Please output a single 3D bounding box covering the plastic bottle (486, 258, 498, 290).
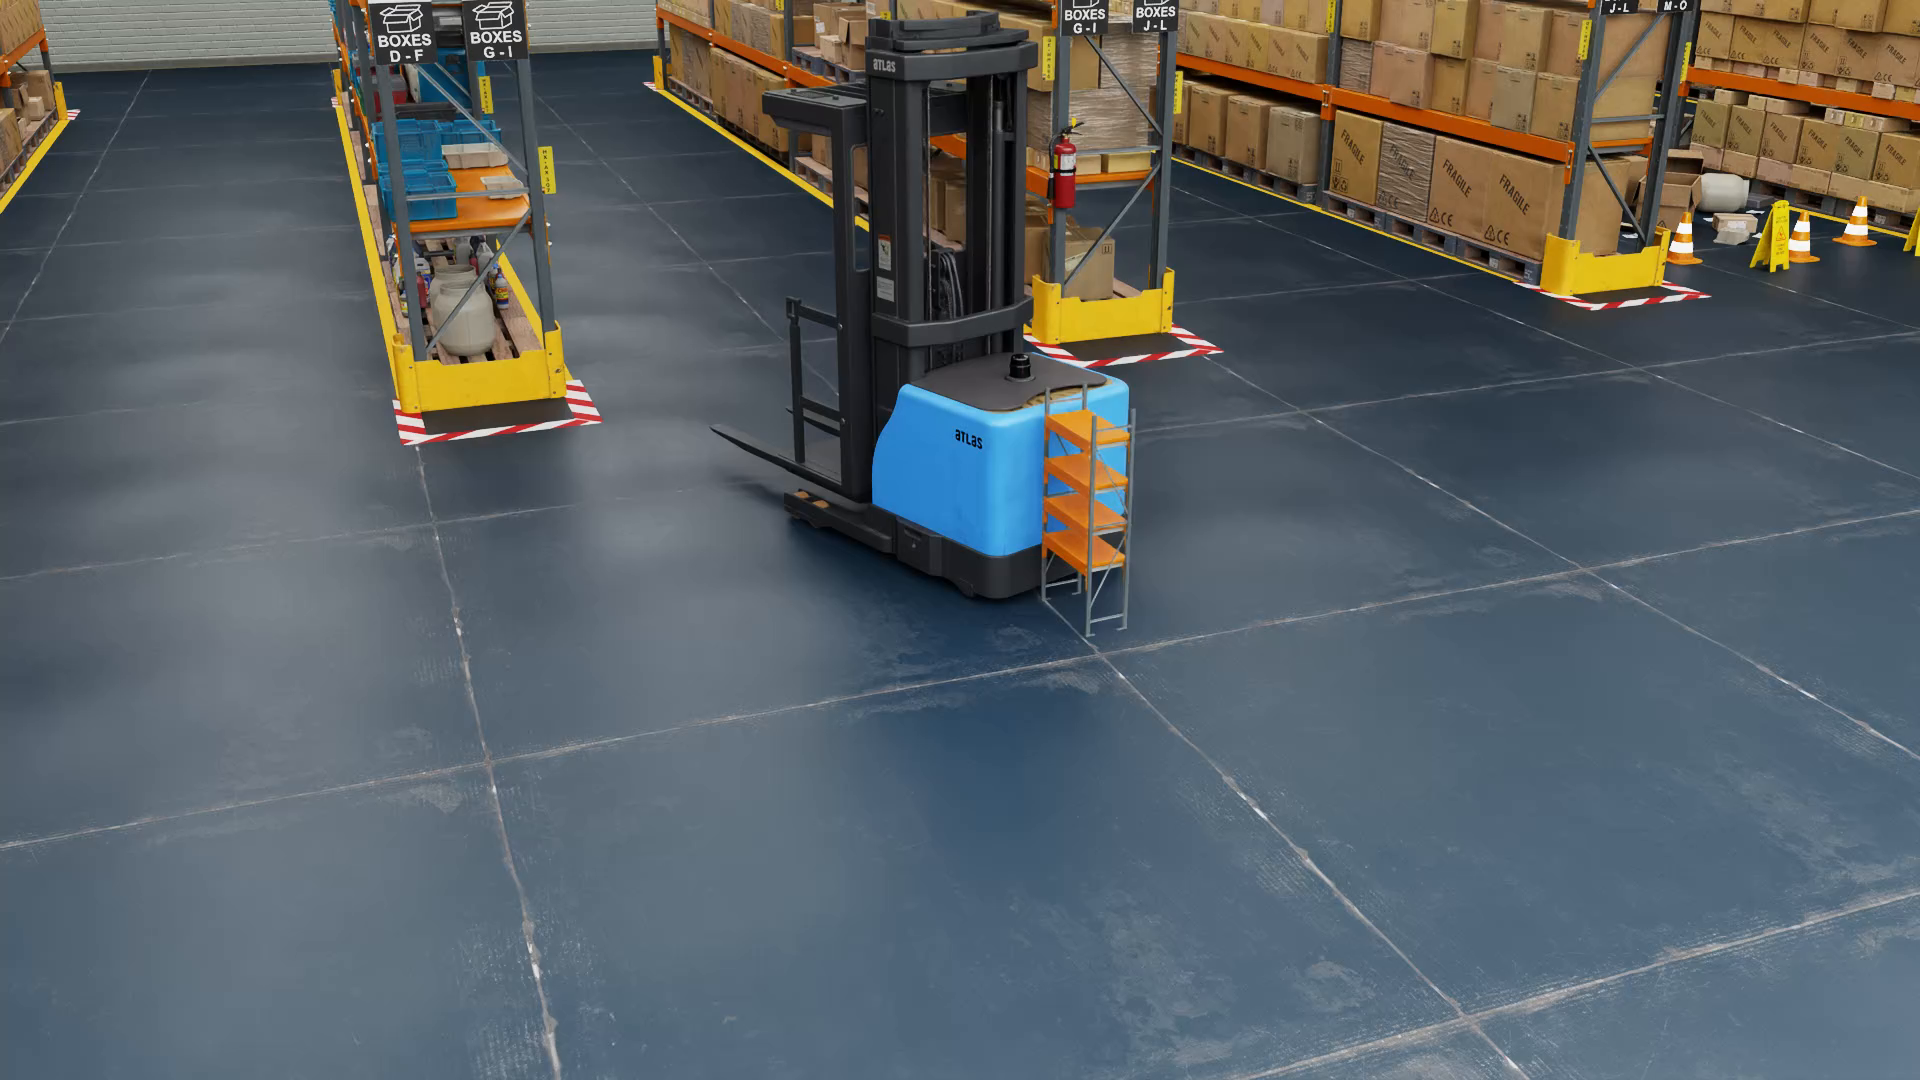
[{"bbox_3d":[-4.003,-2.282,14.250,0.097,0.271,0.097,0,23,0],"label":"plastic bottle"}]

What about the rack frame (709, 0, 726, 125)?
[{"bbox_3d":[-3.031,-7.441,23.542,1.000,3.000,0.127,-8,24,-19],"label":"rack frame"}]

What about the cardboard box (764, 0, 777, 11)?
[{"bbox_3d":[-2.089,-7.001,21.077,0.797,0.503,0.637,-8,24,-18],"label":"cardboard box"}]

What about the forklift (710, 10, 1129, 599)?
[{"bbox_3d":[-0.407,-1.533,9.614,1.130,2.935,3.031,-19,29,-37],"label":"forklift"}]

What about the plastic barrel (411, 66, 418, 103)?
[{"bbox_3d":[-5.231,-4.561,16.535,0.433,0.535,0.433,0,23,0],"label":"plastic barrel"}]

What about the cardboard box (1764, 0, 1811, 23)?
[{"bbox_3d":[9.331,-5.973,18.260,0.700,0.500,0.500,-9,24,-20],"label":"cardboard box"}]

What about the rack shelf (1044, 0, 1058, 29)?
[{"bbox_3d":[0.502,-4.858,14.478,1.077,0.370,4.000,-8,24,-19],"label":"rack shelf"}]

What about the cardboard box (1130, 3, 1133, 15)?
[{"bbox_3d":[2.457,-6.963,21.808,0.380,0.149,0.250,-8,24,-18],"label":"cardboard box"}]

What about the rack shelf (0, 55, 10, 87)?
[{"bbox_3d":[-11.594,-5.025,18.736,1.077,0.370,4.000,-8,24,-19],"label":"rack shelf"}]

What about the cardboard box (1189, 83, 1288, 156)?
[{"bbox_3d":[3.501,-5.237,20.669,1.050,0.750,0.750,-8,24,-18],"label":"cardboard box"}]

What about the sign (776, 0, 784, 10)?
[{"bbox_3d":[-2.136,-6.443,19.685,0.100,0.325,0.005,-8,24,-19],"label":"sign"}]

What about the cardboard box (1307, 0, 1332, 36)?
[{"bbox_3d":[4.290,-5.864,18.385,0.700,0.500,0.500,-9,24,-20],"label":"cardboard box"}]

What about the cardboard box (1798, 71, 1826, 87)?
[{"bbox_3d":[9.436,-5.066,18.230,0.380,0.149,0.250,-8,24,-19],"label":"cardboard box"}]

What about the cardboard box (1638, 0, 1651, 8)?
[{"bbox_3d":[8.512,-6.587,20.463,0.500,0.500,0.500,-8,24,-19],"label":"cardboard box"}]

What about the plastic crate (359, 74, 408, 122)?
[{"bbox_3d":[-5.296,-4.018,15.338,0.402,0.464,0.583,-8,24,-19],"label":"plastic crate"}]

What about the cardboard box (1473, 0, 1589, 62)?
[{"bbox_3d":[5.438,-4.840,15.789,0.875,0.550,0.550,-8,24,-19],"label":"cardboard box"}]

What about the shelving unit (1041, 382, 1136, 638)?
[{"bbox_3d":[0.651,-0.158,8.581,0.258,1.200,0.503,-10,25,-23],"label":"shelving unit"}]

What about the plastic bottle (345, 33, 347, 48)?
[{"bbox_3d":[-7.713,-6.302,21.007,0.097,0.271,0.097,0,23,0],"label":"plastic bottle"}]

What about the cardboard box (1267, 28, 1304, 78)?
[{"bbox_3d":[3.858,-5.560,18.951,0.500,0.500,0.500,-9,24,-20],"label":"cardboard box"}]

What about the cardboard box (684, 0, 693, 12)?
[{"bbox_3d":[-3.798,-8.006,24.693,0.500,0.250,0.500,-8,24,-18],"label":"cardboard box"}]

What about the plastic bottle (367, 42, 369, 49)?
[{"bbox_3d":[-7.230,-5.964,20.203,0.097,0.271,0.097,0,23,0],"label":"plastic bottle"}]

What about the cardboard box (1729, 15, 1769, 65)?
[{"bbox_3d":[9.160,-5.699,18.898,0.500,0.500,0.500,-8,24,-19],"label":"cardboard box"}]

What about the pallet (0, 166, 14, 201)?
[{"bbox_3d":[-11.543,-4.063,19.119,1.003,0.211,1.213,-8,24,-19],"label":"pallet"}]

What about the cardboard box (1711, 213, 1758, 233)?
[{"bbox_3d":[8.127,-3.325,17.448,0.380,0.149,0.250,4,23,9],"label":"cardboard box"}]

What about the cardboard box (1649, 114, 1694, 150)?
[{"bbox_3d":[8.878,-5.066,20.751,0.950,0.372,0.625,-8,24,-18],"label":"cardboard box"}]

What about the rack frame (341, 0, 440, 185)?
[{"bbox_3d":[-6.252,-5.308,18.481,1.000,3.000,0.127,-8,24,-19],"label":"rack frame"}]

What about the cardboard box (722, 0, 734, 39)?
[{"bbox_3d":[-2.924,-7.103,22.611,0.500,0.500,0.500,-8,24,-19],"label":"cardboard box"}]

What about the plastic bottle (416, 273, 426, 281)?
[{"bbox_3d":[-4.562,-2.159,14.047,0.097,0.201,0.097,0,23,0],"label":"plastic bottle"}]

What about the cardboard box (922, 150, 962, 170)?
[{"bbox_3d":[-0.402,-3.811,17.581,0.700,0.500,0.500,-10,25,-23],"label":"cardboard box"}]

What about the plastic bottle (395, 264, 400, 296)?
[{"bbox_3d":[-4.659,-2.195,13.941,0.144,0.351,0.185,-7,24,-17],"label":"plastic bottle"}]

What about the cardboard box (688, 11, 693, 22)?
[{"bbox_3d":[-3.809,-7.765,24.634,0.380,0.149,0.250,-8,24,-18],"label":"cardboard box"}]

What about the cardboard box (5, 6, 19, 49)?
[{"bbox_3d":[-12.409,-6.537,21.269,0.500,0.500,0.500,-8,24,-18],"label":"cardboard box"}]

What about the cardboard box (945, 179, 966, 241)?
[{"bbox_3d":[0.108,-3.218,16.200,0.500,0.500,0.500,-1,23,-2],"label":"cardboard box"}]

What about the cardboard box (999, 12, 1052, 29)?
[{"bbox_3d":[0.601,-4.071,13.748,0.500,0.500,0.500,-8,24,-19],"label":"cardboard box"}]

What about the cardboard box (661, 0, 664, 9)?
[{"bbox_3d":[-4.536,-8.511,26.404,0.380,0.149,0.250,-9,24,-20],"label":"cardboard box"}]

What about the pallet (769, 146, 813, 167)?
[{"bbox_3d":[-1.826,-4.999,21.339,1.003,0.211,1.213,-8,24,-19],"label":"pallet"}]

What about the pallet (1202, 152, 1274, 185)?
[{"bbox_3d":[3.693,-4.607,20.408,1.003,0.211,1.213,-8,24,-19],"label":"pallet"}]

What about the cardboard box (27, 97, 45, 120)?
[{"bbox_3d":[-12.983,-5.959,23.000,0.500,0.250,0.500,-8,24,-19],"label":"cardboard box"}]

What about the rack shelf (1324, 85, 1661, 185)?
[{"bbox_3d":[5.177,-4.119,16.588,1.077,0.370,4.000,-8,24,-19],"label":"rack shelf"}]

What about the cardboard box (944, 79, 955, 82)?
[{"bbox_3d":[0.311,-4.191,15.319,0.875,0.500,0.500,-8,24,-19],"label":"cardboard box"}]

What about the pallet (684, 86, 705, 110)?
[{"bbox_3d":[-3.661,-6.887,25.818,1.003,0.211,1.213,-8,24,-19],"label":"pallet"}]

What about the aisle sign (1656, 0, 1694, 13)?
[{"bbox_3d":[6.190,-4.938,14.256,0.394,0.787,0.004,-8,24,-19],"label":"aisle sign"}]

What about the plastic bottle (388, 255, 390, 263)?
[{"bbox_3d":[-5.100,-2.555,14.986,0.097,0.201,0.097,0,23,0],"label":"plastic bottle"}]

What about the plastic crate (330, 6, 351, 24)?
[{"bbox_3d":[-8.833,-7.552,23.943,0.416,0.233,0.300,-8,24,-19],"label":"plastic crate"}]

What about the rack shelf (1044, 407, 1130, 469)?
[{"bbox_3d":[0.651,-0.520,8.428,0.258,0.148,0.480,-10,25,-23],"label":"rack shelf"}]

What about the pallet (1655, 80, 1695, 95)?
[{"bbox_3d":[11.640,-7.463,27.186,1.003,0.211,1.213,-8,24,-19],"label":"pallet"}]

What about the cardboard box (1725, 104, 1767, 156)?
[{"bbox_3d":[9.222,-4.721,19.124,0.500,0.500,0.500,-7,24,-17],"label":"cardboard box"}]

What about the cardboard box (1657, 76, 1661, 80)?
[{"bbox_3d":[11.390,-7.754,26.964,0.500,0.500,0.500,-9,25,-21],"label":"cardboard box"}]

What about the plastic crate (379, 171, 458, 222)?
[{"bbox_3d":[-3.882,-2.473,11.947,0.499,0.251,0.616,-8,24,-19],"label":"plastic crate"}]

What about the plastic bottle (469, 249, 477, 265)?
[{"bbox_3d":[-4.246,-2.400,14.514,0.061,0.283,0.133,-8,24,-19],"label":"plastic bottle"}]

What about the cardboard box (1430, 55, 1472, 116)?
[{"bbox_3d":[5.189,-4.526,16.434,0.875,0.550,0.500,-8,24,-19],"label":"cardboard box"}]

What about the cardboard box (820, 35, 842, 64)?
[{"bbox_3d":[-1.241,-5.471,18.521,0.500,0.250,0.500,-9,24,-20],"label":"cardboard box"}]

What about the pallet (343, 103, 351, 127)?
[{"bbox_3d":[-8.396,-6.182,24.146,1.003,0.211,1.213,-8,24,-19],"label":"pallet"}]
